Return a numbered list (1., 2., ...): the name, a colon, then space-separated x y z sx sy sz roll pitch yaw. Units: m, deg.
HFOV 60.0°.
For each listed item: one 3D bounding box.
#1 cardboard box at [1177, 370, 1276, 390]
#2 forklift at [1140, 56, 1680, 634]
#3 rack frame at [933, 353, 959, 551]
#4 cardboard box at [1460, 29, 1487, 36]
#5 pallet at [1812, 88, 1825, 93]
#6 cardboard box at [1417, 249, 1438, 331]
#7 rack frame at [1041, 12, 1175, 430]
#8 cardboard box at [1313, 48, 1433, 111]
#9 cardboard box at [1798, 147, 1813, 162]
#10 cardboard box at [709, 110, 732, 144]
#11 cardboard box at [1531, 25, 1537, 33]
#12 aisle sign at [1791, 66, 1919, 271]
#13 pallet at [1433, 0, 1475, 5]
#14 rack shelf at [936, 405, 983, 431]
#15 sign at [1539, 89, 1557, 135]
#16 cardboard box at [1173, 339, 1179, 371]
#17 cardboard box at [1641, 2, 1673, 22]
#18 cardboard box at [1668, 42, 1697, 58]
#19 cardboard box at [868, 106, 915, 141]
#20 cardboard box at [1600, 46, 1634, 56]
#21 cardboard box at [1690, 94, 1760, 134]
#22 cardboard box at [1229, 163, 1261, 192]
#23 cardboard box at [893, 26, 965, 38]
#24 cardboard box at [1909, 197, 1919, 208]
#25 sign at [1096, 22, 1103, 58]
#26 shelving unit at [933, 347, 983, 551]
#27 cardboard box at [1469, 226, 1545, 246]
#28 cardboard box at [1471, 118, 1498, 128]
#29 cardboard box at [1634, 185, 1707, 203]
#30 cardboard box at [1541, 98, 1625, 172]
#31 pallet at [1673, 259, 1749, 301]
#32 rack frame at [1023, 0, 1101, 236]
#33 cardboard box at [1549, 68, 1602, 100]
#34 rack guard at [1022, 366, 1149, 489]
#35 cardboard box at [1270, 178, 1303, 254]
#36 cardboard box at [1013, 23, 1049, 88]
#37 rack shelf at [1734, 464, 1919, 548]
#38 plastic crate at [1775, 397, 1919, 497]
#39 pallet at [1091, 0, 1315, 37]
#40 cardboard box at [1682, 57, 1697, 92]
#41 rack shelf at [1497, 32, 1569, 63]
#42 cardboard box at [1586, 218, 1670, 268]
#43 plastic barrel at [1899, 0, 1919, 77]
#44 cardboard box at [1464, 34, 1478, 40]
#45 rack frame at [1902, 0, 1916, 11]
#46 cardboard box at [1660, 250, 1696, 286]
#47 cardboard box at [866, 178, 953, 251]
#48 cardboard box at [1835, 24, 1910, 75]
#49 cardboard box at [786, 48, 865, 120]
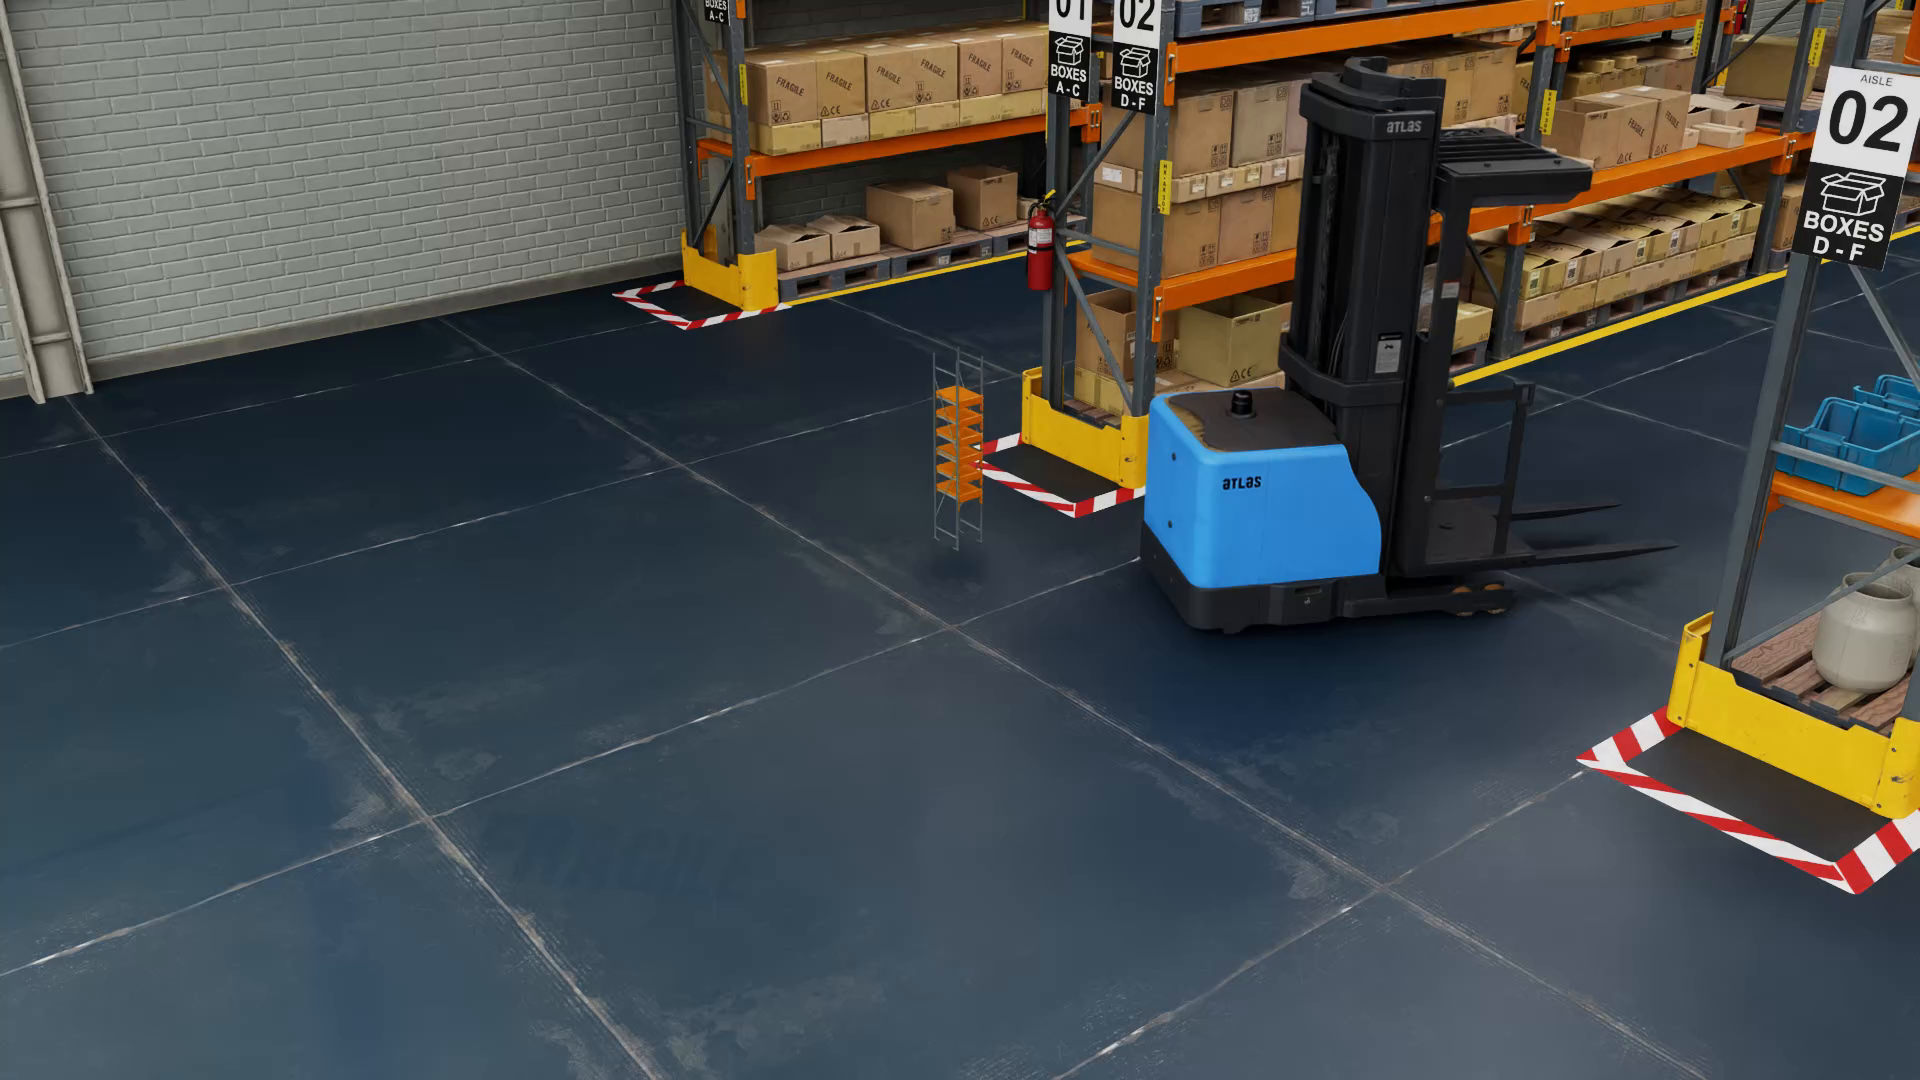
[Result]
1. cardboard box: 1.874 -1.070 11.759 0.500 0.250 0.500 -18 31 -34
2. forklift: 2.637 -1.111 9.163 3.031 2.935 1.130 -5 25 -10
3. rack frame: -0.083 -0.517 9.938 0.006 1.200 0.240 -18 31 -34
4. cardboard box: 5.914 -6.278 19.718 0.500 0.500 0.500 -17 30 -33
5. pallet: 8.747 -4.428 16.455 1.213 0.211 1.003 -18 31 -34
6. cardboard box: 3.441 -1.933 12.729 0.500 0.500 0.500 -18 31 -34
7. rack frame: 0.924 -1.930 10.845 0.127 3.000 1.000 -18 31 -34
8. cardboard box: 2.935 -3.224 11.973 0.500 0.500 0.700 -18 31 -34
9. cardboard box: 8.655 -4.018 16.900 0.500 0.250 0.500 -19 31 -35
10. cardboard box: -1.887 -3.696 14.806 0.500 0.250 0.500 -18 30 -33
11. cardboard box: 7.032 -6.327 20.595 0.250 0.149 0.380 -18 30 -33
12. aisle sign: 3.738 -1.547 6.932 0.004 0.787 0.394 -18 31 -34
13. pallet: 3.416 -4.059 11.975 1.213 0.211 1.003 -18 31 -34
14. rack shelf: -0.011 -0.718 9.907 0.180 0.103 0.258 -18 31 -34
15. sign: 4.415 -3.214 12.490 0.005 0.325 0.100 -18 31 -34
16. cardboard box: 1.550 -1.244 12.135 0.500 0.250 0.500 -18 31 -34
17. cardboard box: 8.889 -7.339 22.143 0.700 0.700 0.980 -20 32 -36
18. cardboard box: 9.977 -6.768 22.970 0.250 0.149 0.380 -19 31 -35
19. cardboard box: -0.751 -3.802 15.034 0.500 0.250 0.500 -19 31 -35
20. cardboard box: 8.944 -6.631 22.674 0.250 0.149 0.380 -18 30 -34
21. cardboard box: 6.906 -3.887 15.169 0.500 0.311 0.500 -16 29 -31
22. cardboard box: 1.769 -2.434 11.042 0.250 0.149 0.380 -18 30 -34
23. cardboard box: -0.292 -4.576 15.811 0.500 0.500 0.500 -17 30 -33
24. cardboard box: 9.761 -3.764 17.244 0.500 0.500 0.500 -18 30 -34
25. sign: 1.353 -4.824 16.052 0.005 0.325 0.100 -18 31 -34
26. shelving unit: -0.011 -0.540 9.989 0.189 1.200 0.258 -18 31 -34
27. cardboard box: 4.619 -2.504 14.183 0.500 0.311 0.500 -17 30 -33
28. cardboard box: 3.794 -3.103 12.484 0.250 0.149 0.380 -19 31 -35
29. cardboard box: 6.626 -3.167 15.612 0.500 0.311 0.500 -17 30 -32
30. cardboard box: 5.101 -3.345 13.776 0.500 0.500 0.500 -16 29 -30
31. pallet: 6.547 -2.542 15.477 1.213 0.211 1.003 -18 31 -34
32. rack frame: 1.012 -4.609 16.618 0.127 3.000 1.000 -18 31 -34
33. cardboard box: 7.959 -5.904 21.879 0.500 0.500 0.700 -18 30 -33
34. rack guard: 0.905 -0.790 11.358 0.348 0.500 1.175 -18 31 -34
35. cardboard box: 2.104 -2.357 11.647 0.500 0.500 0.700 -18 30 -34
36. cardboard box: 0.831 -4.665 16.002 0.500 0.500 0.500 -18 31 -34
37. rack shelf: 5.551 -0.481 8.578 4.000 0.370 1.077 -18 31 -34
38. plastic crate: 4.187 -0.450 7.832 0.616 0.251 0.499 -18 31 -34
39. pallet: 1.496 -3.425 10.609 1.213 0.211 1.003 -18 31 -34
40. cardboard box: 9.966 -6.568 23.309 0.500 0.500 0.700 -18 31 -34
41. rack shelf: 5.734 -5.841 20.127 4.000 0.370 1.077 -18 31 -34
42. cardboard box: 5.760 -2.591 14.371 0.500 0.311 0.500 -17 30 -33
43. plastic barrel: 4.282 -2.202 6.860 0.708 0.830 0.600 -18 31 -34
44. cardboard box: 5.973 -6.020 19.932 0.250 0.149 0.380 -17 30 -32
45. rack frame: 10.367 -5.047 17.562 0.127 3.000 1.000 -18 31 -34
46. cardboard box: 6.155 -2.469 14.774 0.500 0.250 0.500 -17 30 -33
47. cardboard box: -0.479 -3.108 15.829 0.500 0.500 0.700 -21 32 -37
48. cardboard box: 9.015 -4.803 16.419 0.700 0.500 0.500 18 30 33
49. cardboard box: -1.179 -4.001 14.570 0.500 0.500 0.500 -18 30 -34
